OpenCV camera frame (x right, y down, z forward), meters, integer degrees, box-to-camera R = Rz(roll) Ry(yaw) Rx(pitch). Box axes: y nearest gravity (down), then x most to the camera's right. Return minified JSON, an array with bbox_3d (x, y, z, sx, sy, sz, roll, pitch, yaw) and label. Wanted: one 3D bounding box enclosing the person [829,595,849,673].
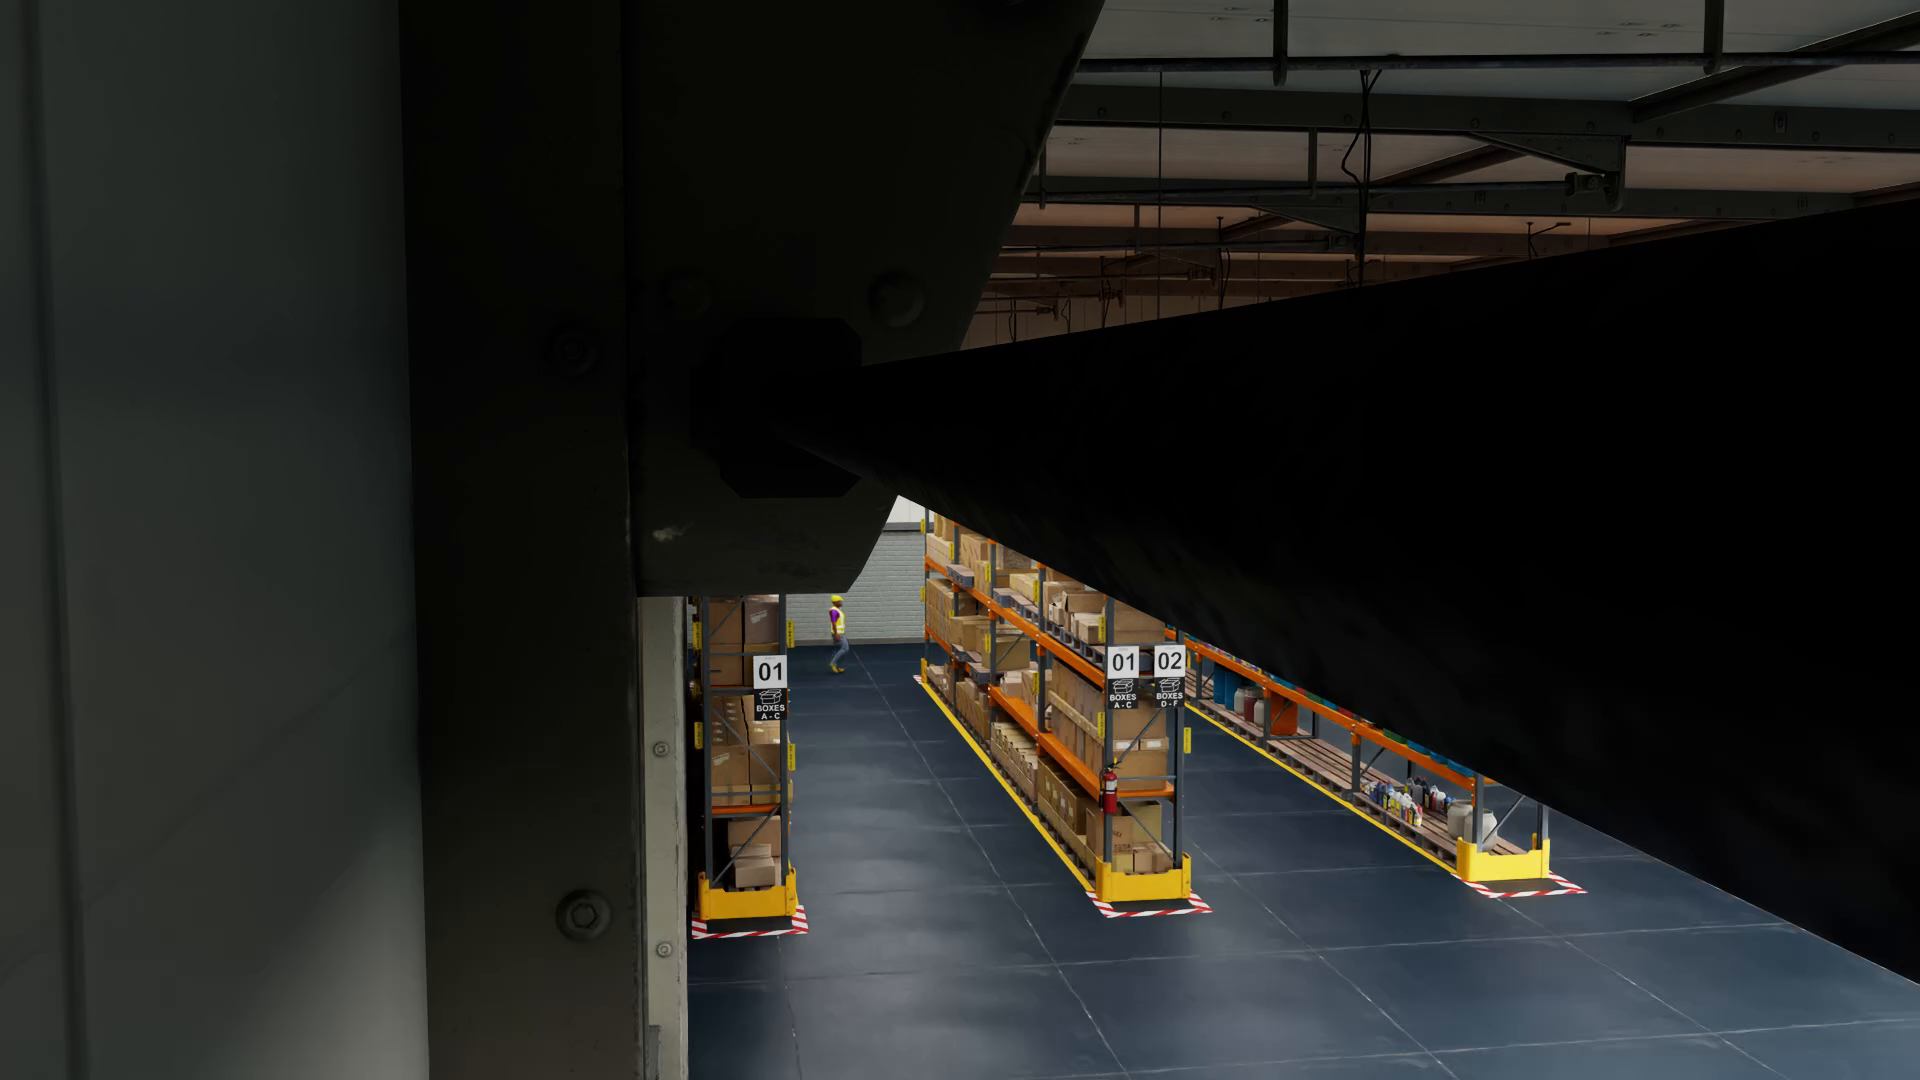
[{"bbox_3d":[-2.754,2.120,37.696,0.448,1.767,0.613,-1,5,-7],"label":"person"}]
